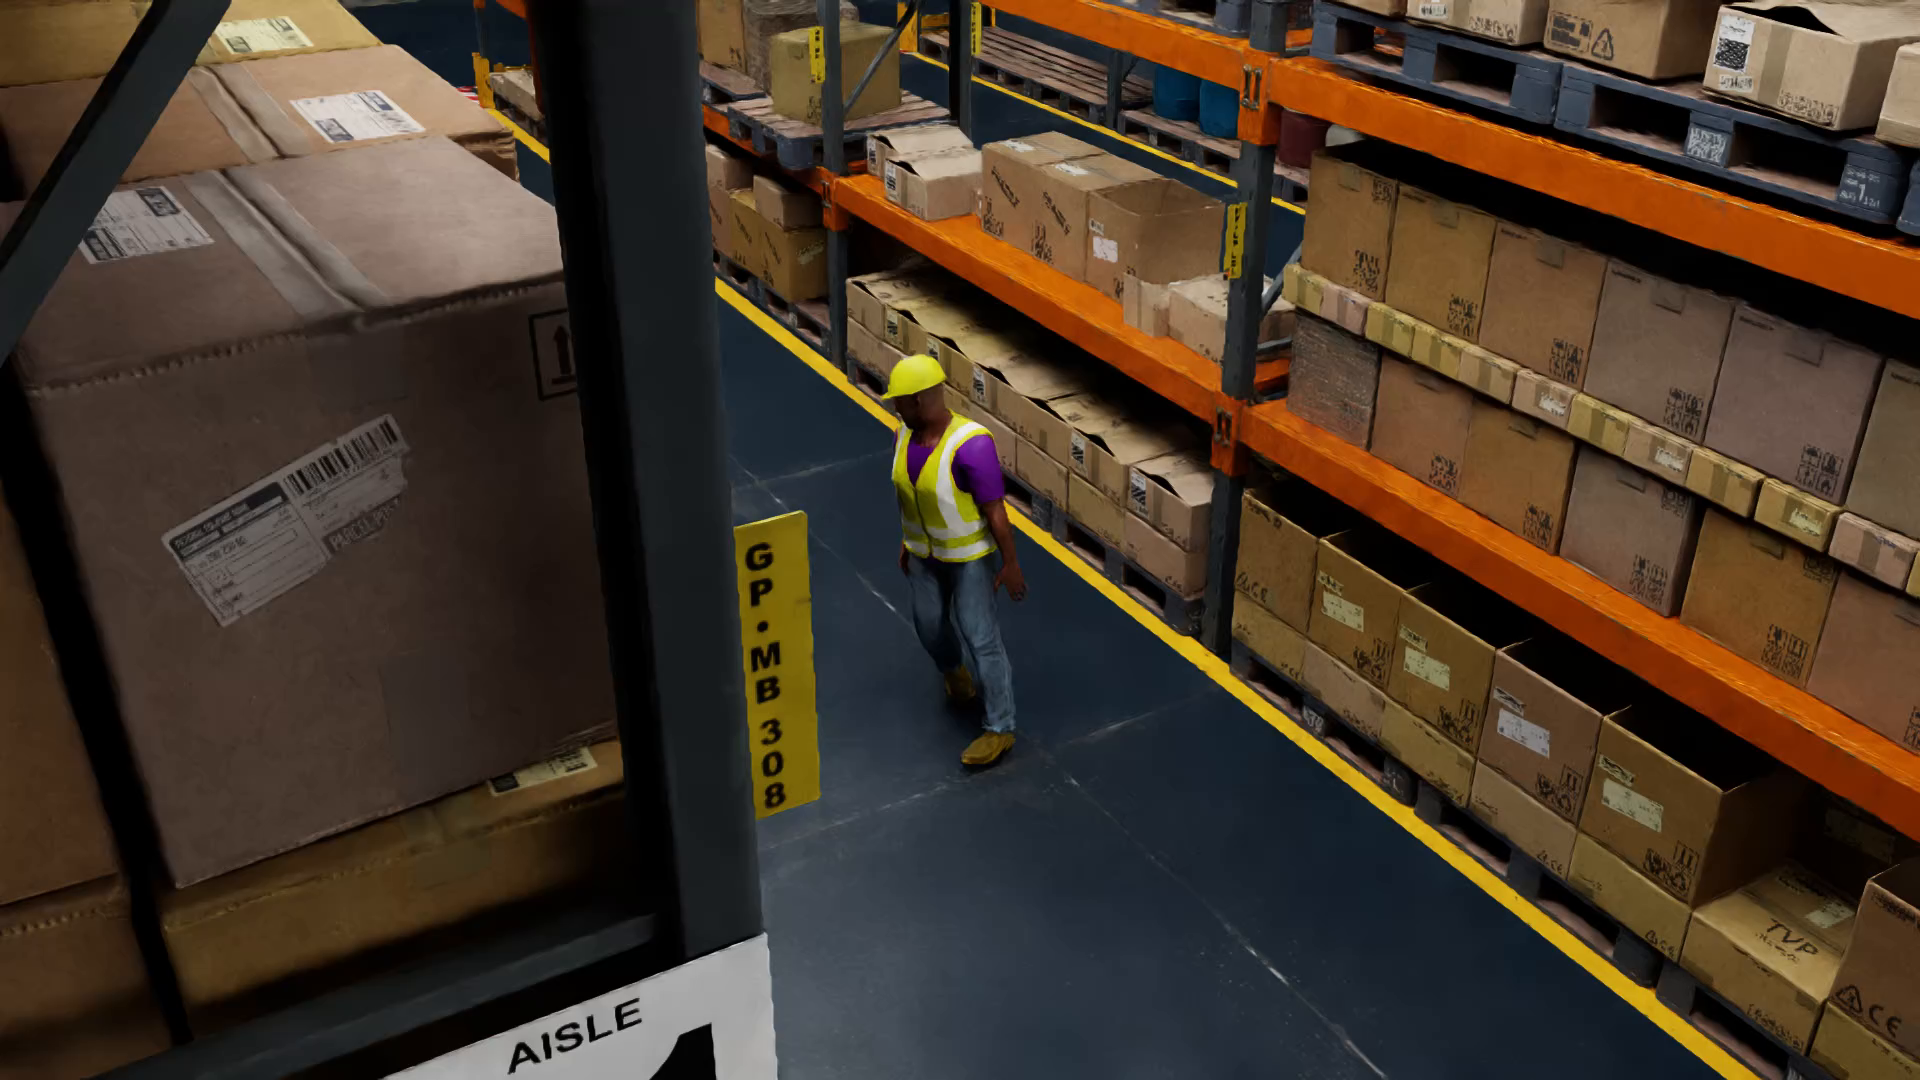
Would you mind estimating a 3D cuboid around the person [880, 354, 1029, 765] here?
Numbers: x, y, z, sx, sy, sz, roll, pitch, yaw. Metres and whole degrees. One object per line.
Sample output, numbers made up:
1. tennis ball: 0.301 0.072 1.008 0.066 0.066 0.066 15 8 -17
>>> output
1. person: -0.017 0.049 7.030 0.687 1.723 0.623 16 33 26
